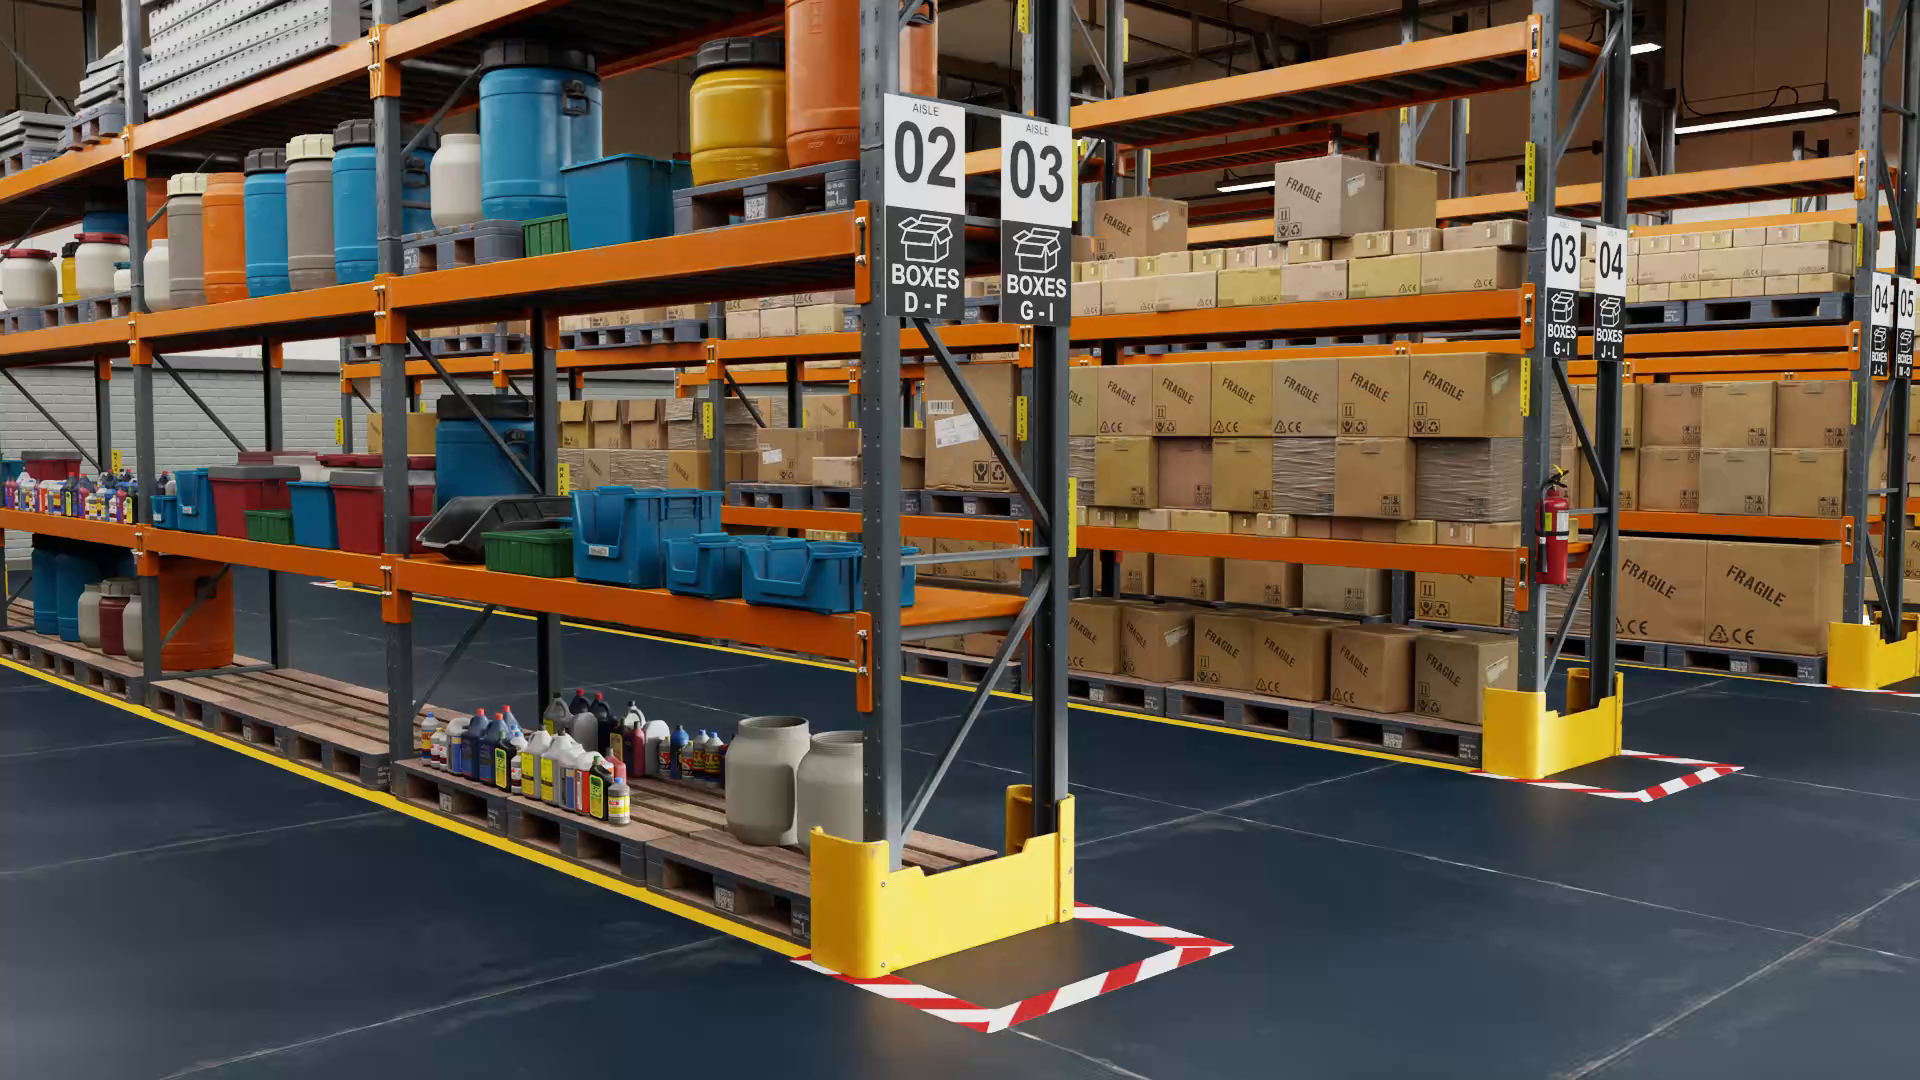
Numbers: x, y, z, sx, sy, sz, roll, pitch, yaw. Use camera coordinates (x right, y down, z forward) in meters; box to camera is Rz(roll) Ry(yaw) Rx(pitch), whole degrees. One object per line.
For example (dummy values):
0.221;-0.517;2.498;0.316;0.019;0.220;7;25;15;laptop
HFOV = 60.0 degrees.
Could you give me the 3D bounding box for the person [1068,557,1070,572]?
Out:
0.989;-0.044;17.500;0.564;1.769;0.377;-4;5;-44;person
